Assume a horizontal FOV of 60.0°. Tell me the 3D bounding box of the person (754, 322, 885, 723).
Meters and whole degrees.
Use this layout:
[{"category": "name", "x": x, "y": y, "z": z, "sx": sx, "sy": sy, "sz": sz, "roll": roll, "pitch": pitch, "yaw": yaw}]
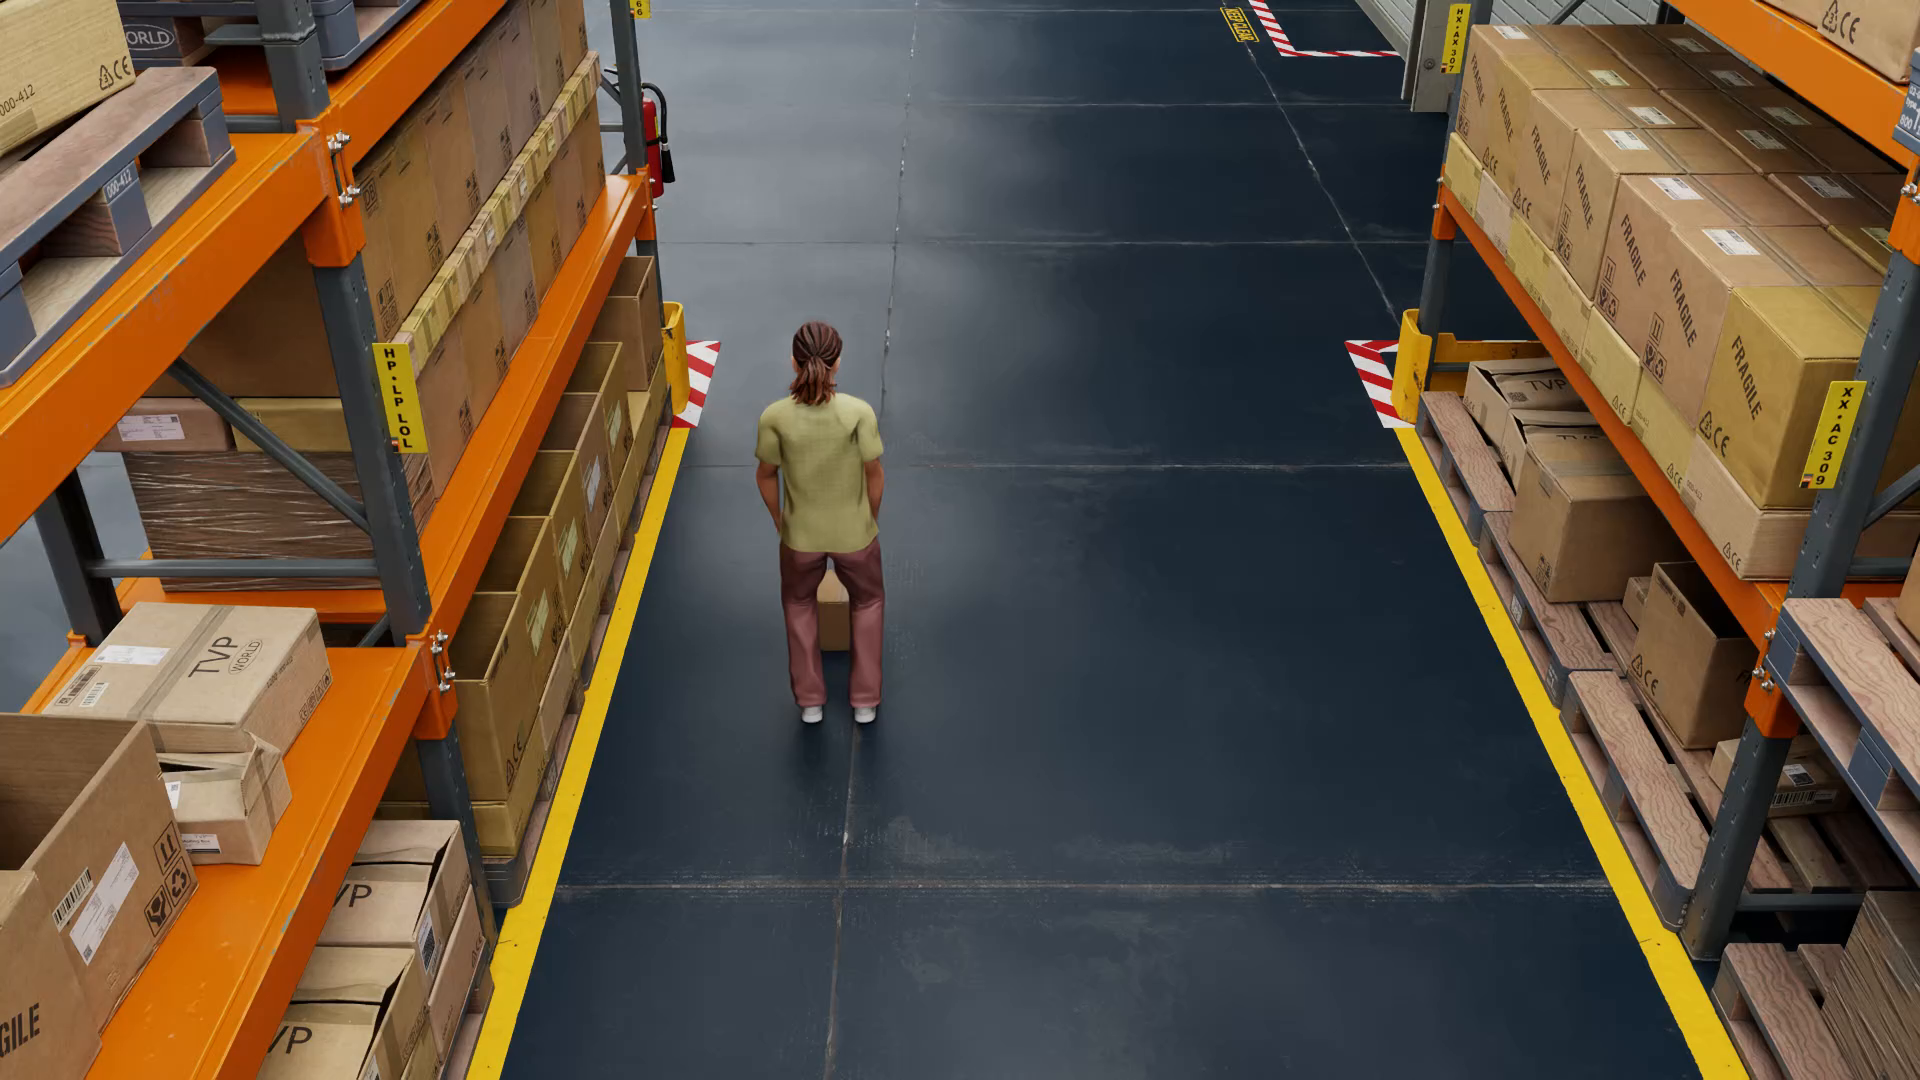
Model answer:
[{"category": "person", "x": -0.516, "y": -0.034, "z": 6.270, "sx": 0.478, "sy": 1.603, "sz": 0.426, "roll": 0, "pitch": 32, "yaw": 0}]
